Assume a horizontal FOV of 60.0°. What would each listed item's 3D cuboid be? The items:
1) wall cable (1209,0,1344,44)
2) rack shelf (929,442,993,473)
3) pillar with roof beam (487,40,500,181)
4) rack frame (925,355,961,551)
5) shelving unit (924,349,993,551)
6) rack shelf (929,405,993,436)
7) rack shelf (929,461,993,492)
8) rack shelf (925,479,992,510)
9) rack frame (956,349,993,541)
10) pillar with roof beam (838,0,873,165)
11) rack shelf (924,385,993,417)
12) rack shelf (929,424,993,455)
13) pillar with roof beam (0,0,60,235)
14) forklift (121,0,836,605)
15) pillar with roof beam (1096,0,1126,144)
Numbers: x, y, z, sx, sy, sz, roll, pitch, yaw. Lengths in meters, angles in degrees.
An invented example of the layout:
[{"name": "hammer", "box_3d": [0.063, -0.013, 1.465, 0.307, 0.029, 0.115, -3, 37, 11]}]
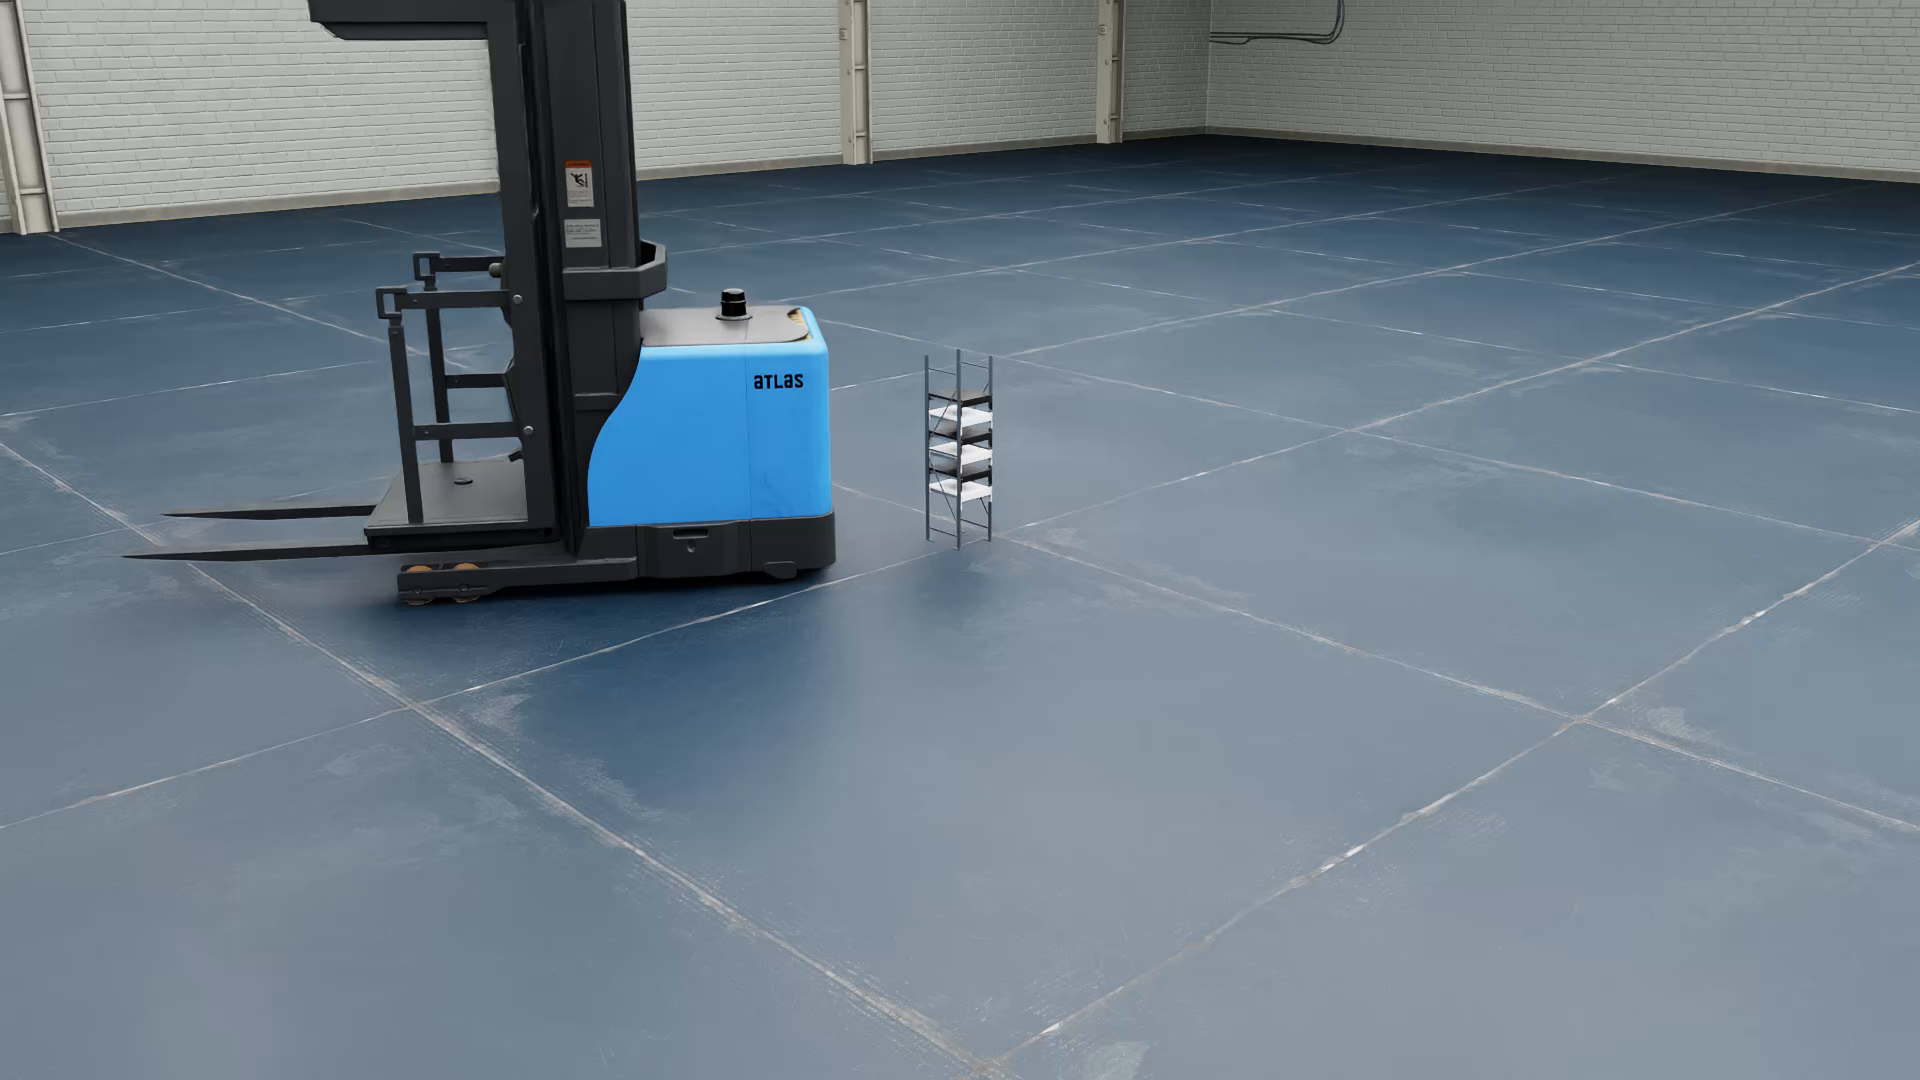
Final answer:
[{"name": "wall cable", "box_3d": [5.774, -10.402, 30.511, 0.112, 2.526, 3.097, -16, 24, -41]}, {"name": "rack shelf", "box_3d": [-0.006, -0.395, 7.851, 0.200, 0.077, 0.258, -16, 24, -41]}, {"name": "pillar with roof beam", "box_3d": [-3.037, -8.044, 18.203, 0.400, 9.000, 9.100, -16, 24, -41]}, {"name": "rack frame", "box_3d": [-0.080, -0.405, 7.774, 0.006, 0.900, 0.240, -16, 24, -41]}, {"name": "shelving unit", "box_3d": [-0.006, -0.426, 7.841, 0.210, 0.900, 0.258, -16, 24, -41]}, {"name": "rack shelf", "box_3d": [-0.006, -0.566, 7.795, 0.200, 0.077, 0.258, -16, 24, -41]}, {"name": "rack shelf", "box_3d": [-0.006, -0.309, 7.879, 0.200, 0.077, 0.258, -16, 24, -41]}, {"name": "rack shelf", "box_3d": [-0.006, -0.223, 7.906, 0.200, 0.077, 0.258, -16, 24, -41]}, {"name": "rack frame", "box_3d": [0.068, -0.448, 7.907, 0.006, 0.900, 0.240, -16, 24, -41]}, {"name": "pillar with roof beam", "box_3d": [1.323, -9.315, 22.124, 0.400, 9.000, 9.100, -16, 24, -41]}, {"name": "rack shelf", "box_3d": [-0.006, -0.651, 7.768, 0.200, 0.077, 0.258, -16, 24, -41]}, {"name": "rack shelf", "box_3d": [-0.006, -0.480, 7.823, 0.200, 0.077, 0.258, -16, 24, -41]}, {"name": "pillar with roof beam", "box_3d": [-7.396, -6.772, 14.282, 0.400, 9.000, 9.100, -16, 24, -41]}, {"name": "forklift", "box_3d": [-2.121, -1.290, 7.212, 3.031, 2.935, 1.130, -3, 18, -9]}, {"name": "pillar with roof beam", "box_3d": [5.683, -10.586, 26.046, 0.400, 9.000, 9.100, -16, 24, -41]}]
